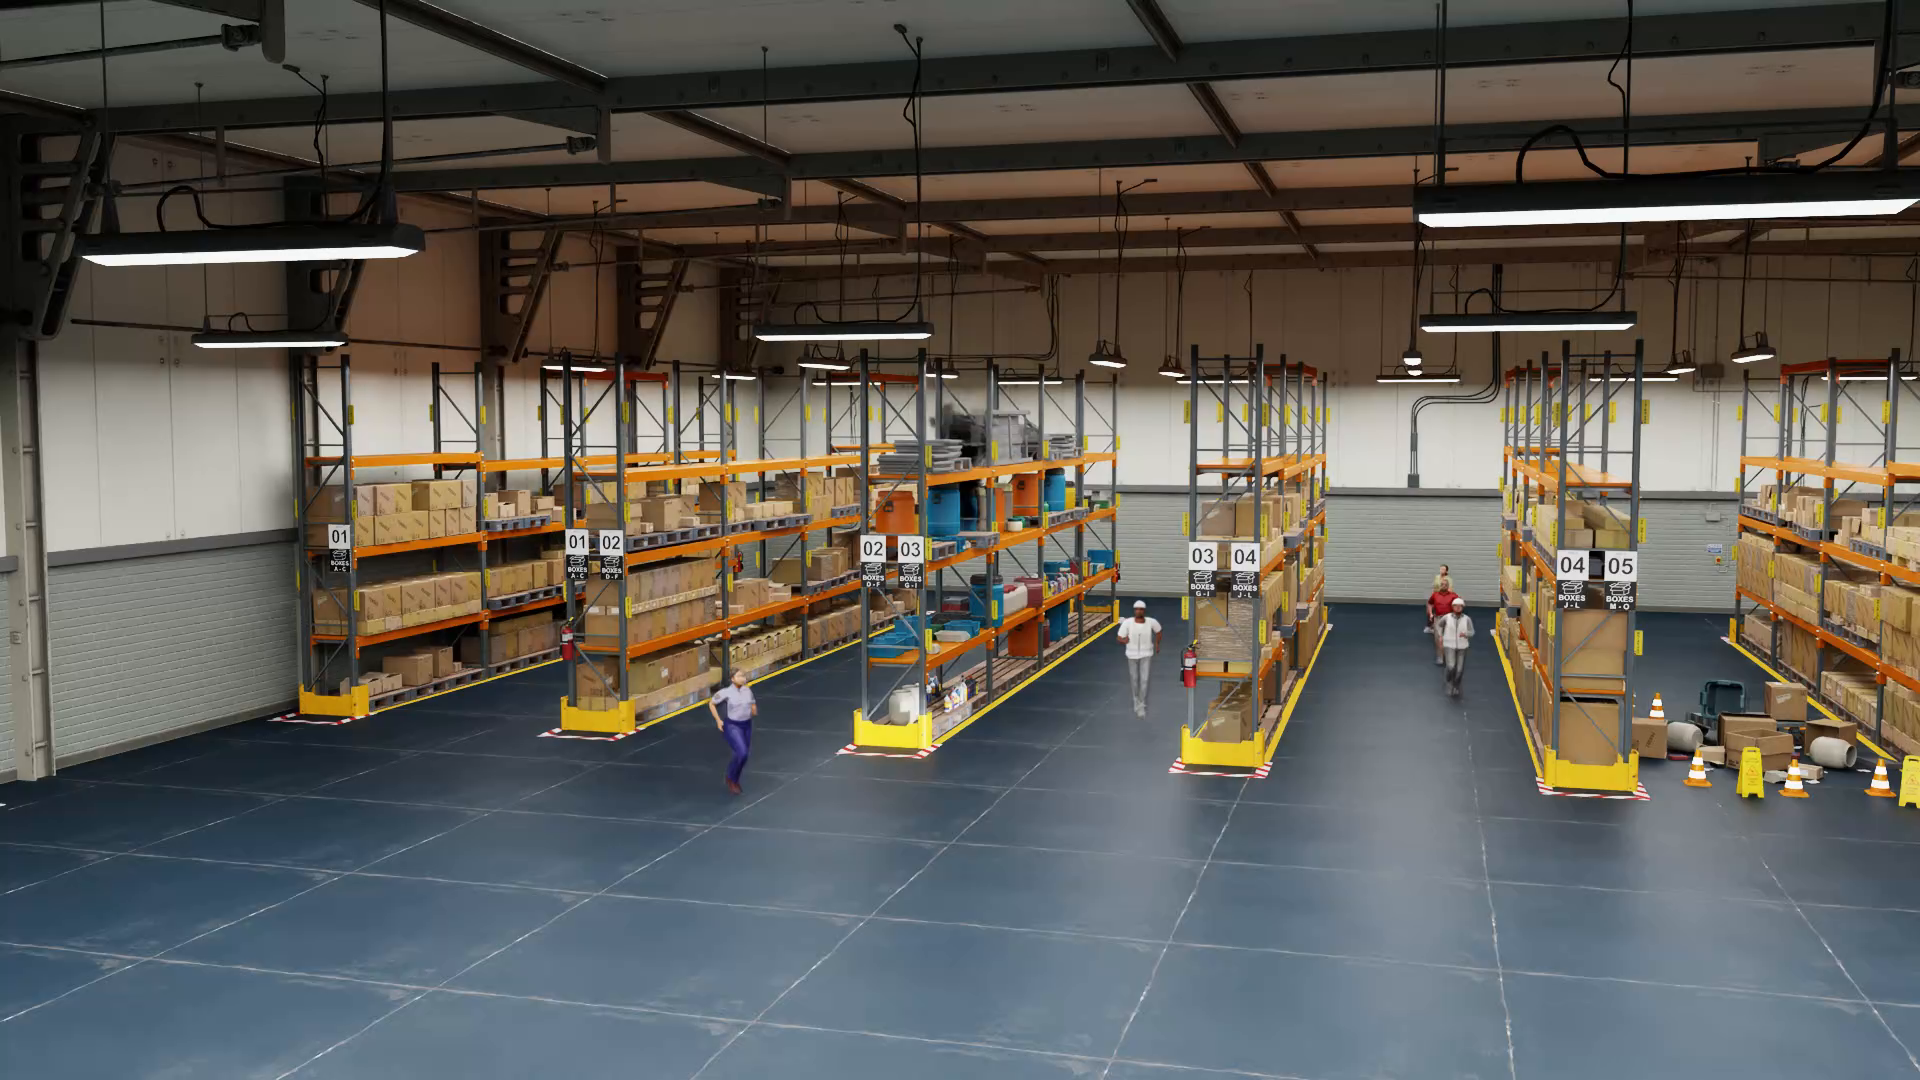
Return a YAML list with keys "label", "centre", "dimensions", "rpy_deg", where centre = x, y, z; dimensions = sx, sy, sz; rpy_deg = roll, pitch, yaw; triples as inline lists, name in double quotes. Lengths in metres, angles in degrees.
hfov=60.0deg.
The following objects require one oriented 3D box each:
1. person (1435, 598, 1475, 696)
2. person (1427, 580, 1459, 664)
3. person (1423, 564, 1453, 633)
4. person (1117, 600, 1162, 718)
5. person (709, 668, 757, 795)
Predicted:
- label: "person"
  centre: [8.803, 1.903, 29.526]
  dimensions: [0.644, 1.751, 0.642]
  rpy_deg: [1, 4, 8]
- label: "person"
  centre: [9.774, 1.636, 33.588]
  dimensions: [0.699, 1.682, 0.771]
  rpy_deg: [2, 5, 21]
- label: "person"
  centre: [10.950, 1.336, 37.932]
  dimensions: [0.627, 1.596, 0.673]
  rpy_deg: [4, 6, 40]
- label: "person"
  centre: [2.812, 1.853, 26.128]
  dimensions: [0.695, 1.811, 0.893]
  rpy_deg: [1, 4, 10]
- label: "person"
  centre: [-2.945, 2.536, 22.062]
  dimensions: [0.692, 1.667, 0.578]
  rpy_deg: [4, 6, 41]
